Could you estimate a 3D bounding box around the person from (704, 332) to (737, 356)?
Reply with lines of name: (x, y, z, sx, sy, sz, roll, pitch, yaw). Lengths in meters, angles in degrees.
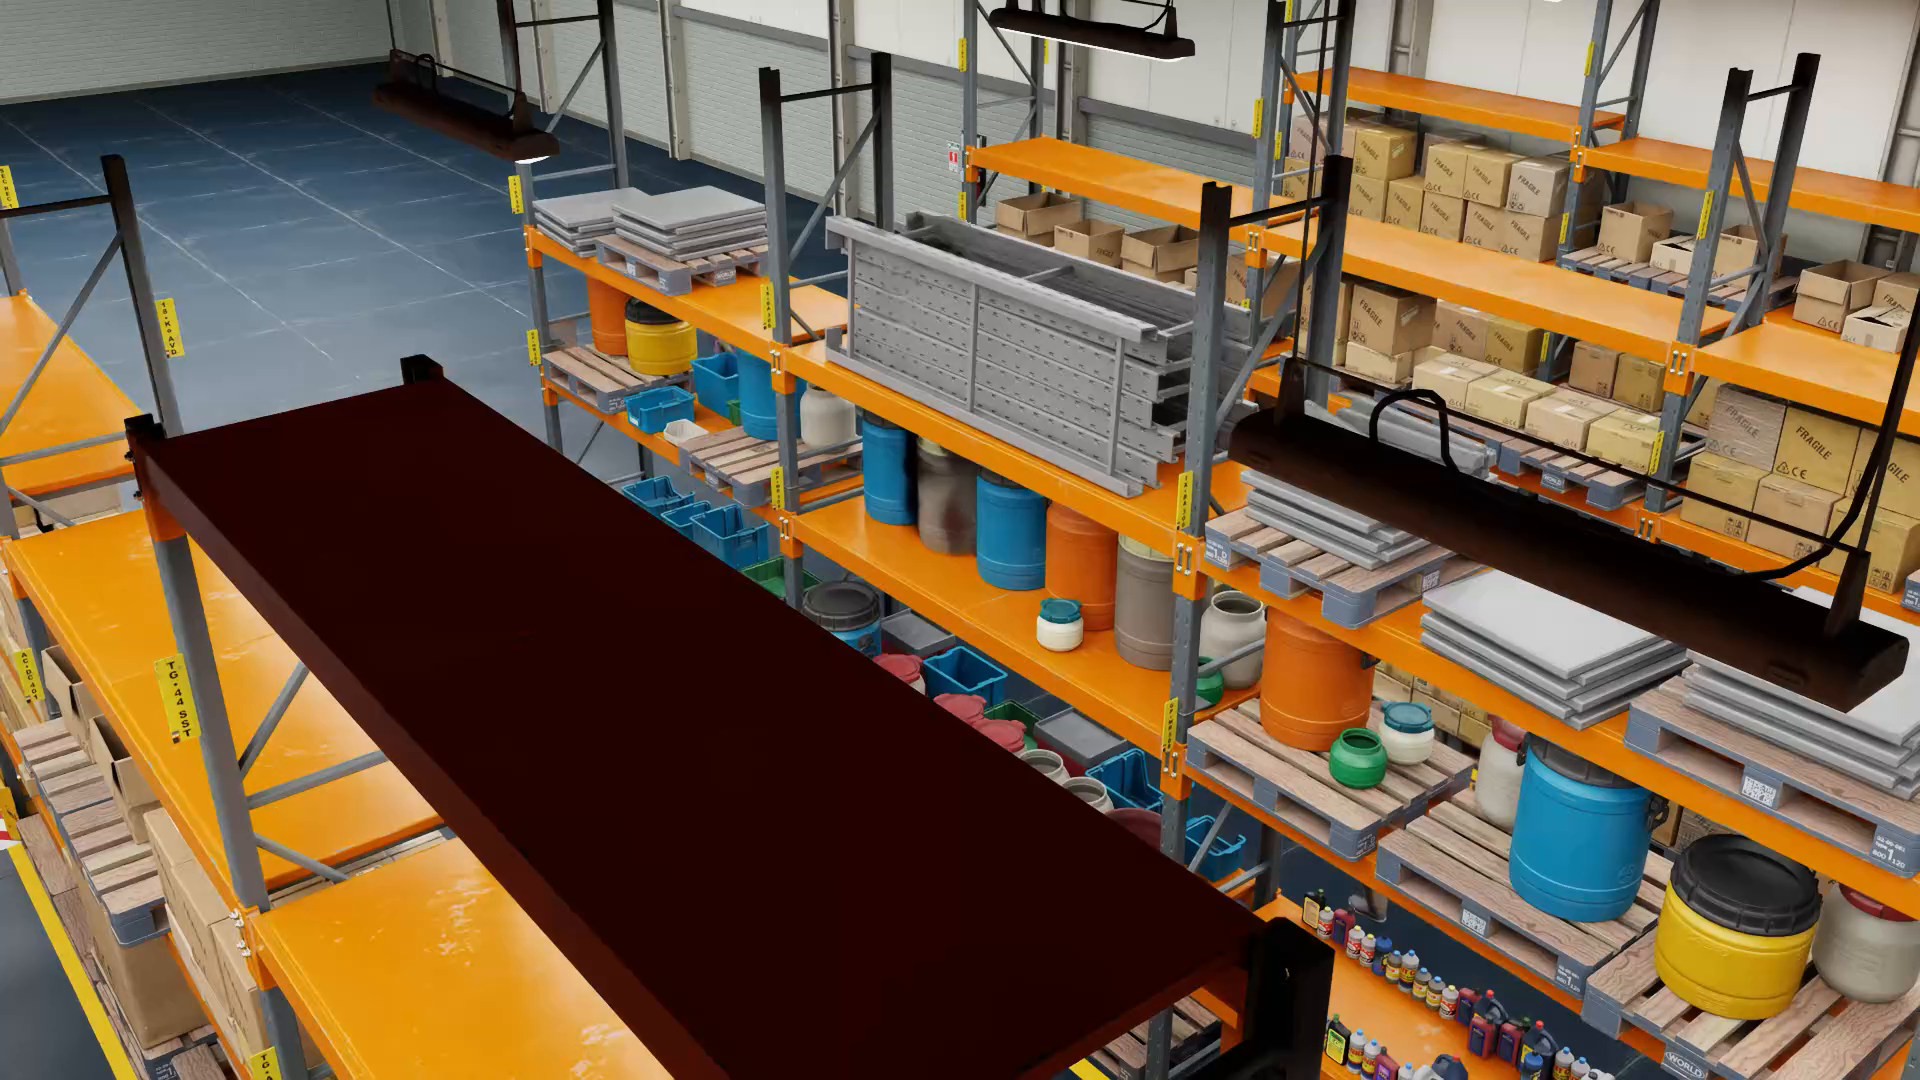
person: (-2.715, -2.059, 20.814, 0.916, 1.548, 0.579, -7, 27, -14)

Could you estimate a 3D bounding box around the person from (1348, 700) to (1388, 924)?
person: (2.856, 1.903, 11.817, 0.669, 1.787, 0.690, -19, 31, -33)
